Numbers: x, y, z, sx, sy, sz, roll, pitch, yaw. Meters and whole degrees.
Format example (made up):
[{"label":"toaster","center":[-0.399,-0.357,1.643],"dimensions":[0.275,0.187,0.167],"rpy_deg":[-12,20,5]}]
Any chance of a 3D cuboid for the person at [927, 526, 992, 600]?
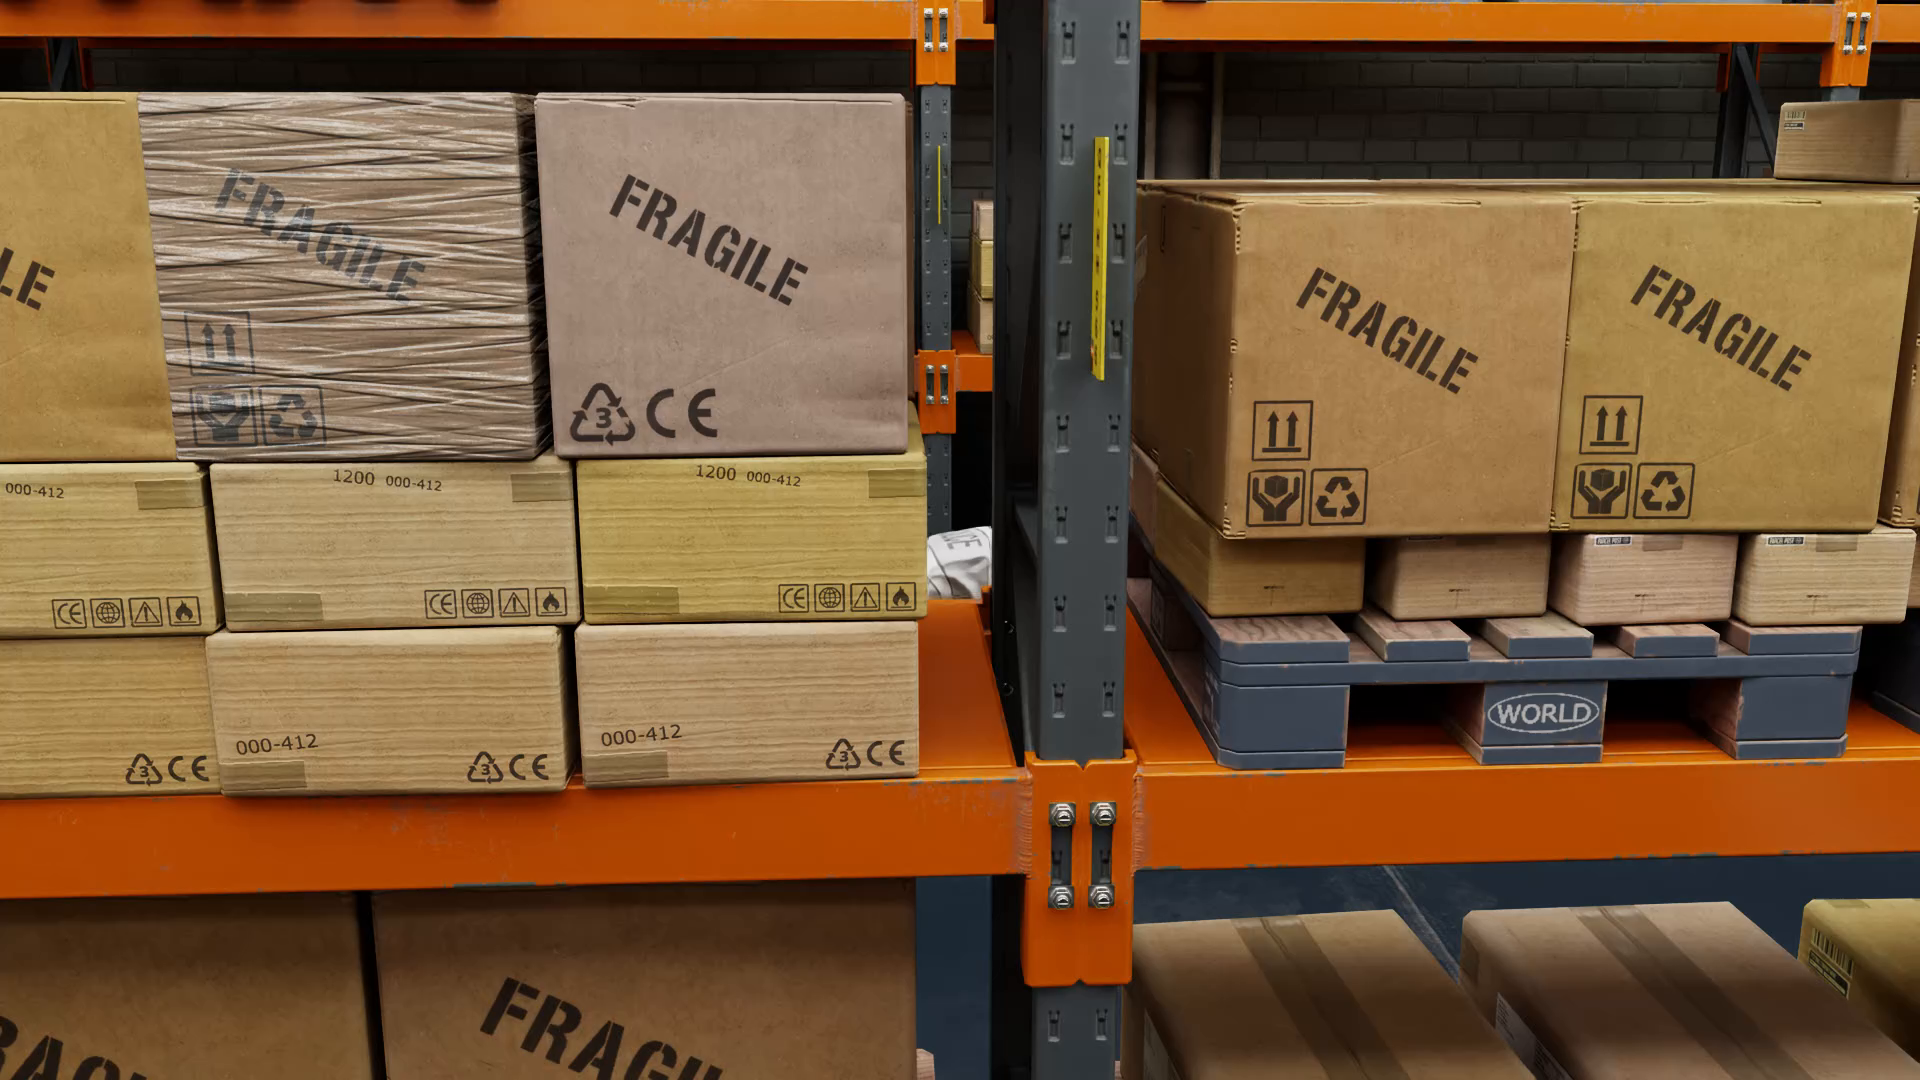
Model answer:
[{"label":"person","center":[0.100,0.329,6.608],"dimensions":[0.925,0.764,0.448],"rpy_deg":[-2,14,-10]}]
